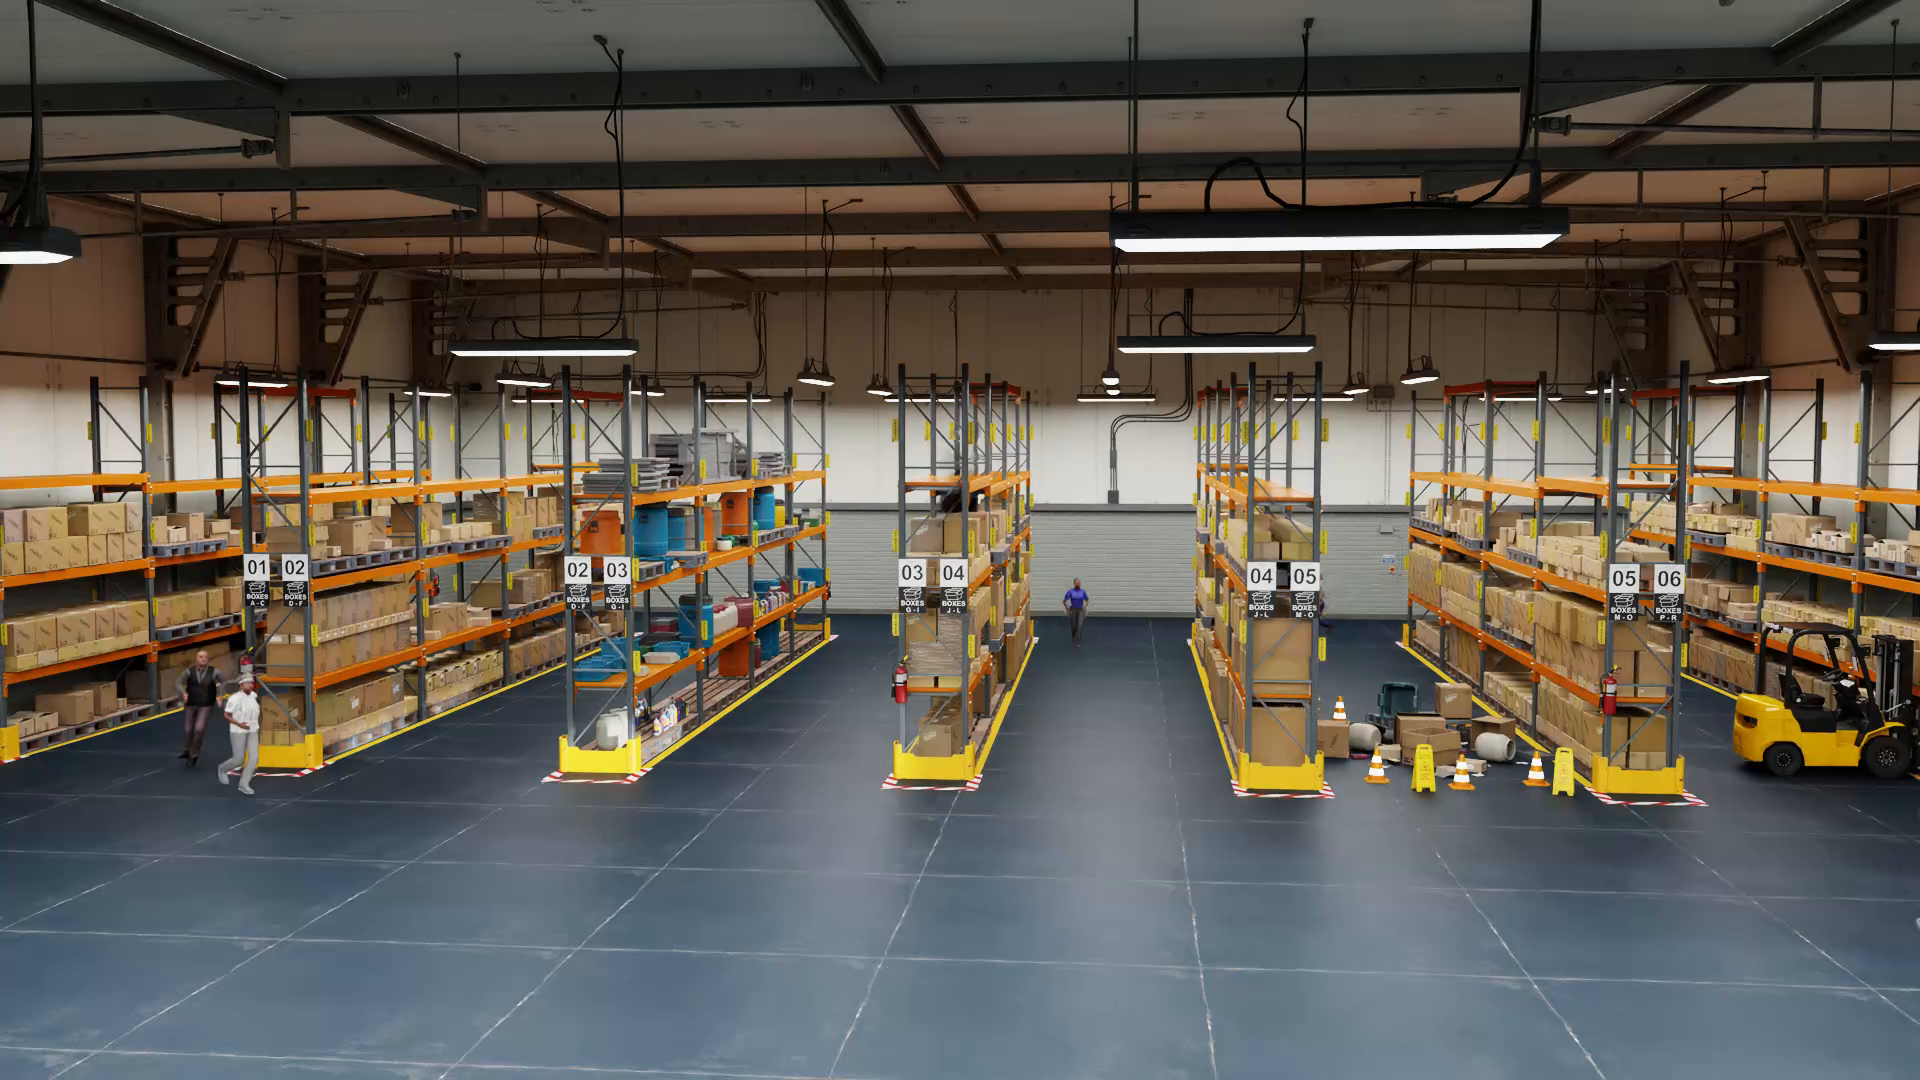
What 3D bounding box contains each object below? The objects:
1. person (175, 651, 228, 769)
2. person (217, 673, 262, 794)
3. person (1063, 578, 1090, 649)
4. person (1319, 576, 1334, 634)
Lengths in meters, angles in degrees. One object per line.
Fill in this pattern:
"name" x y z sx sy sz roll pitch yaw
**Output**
"person" -11.510 2.546 25.188 0.727 1.747 0.757 -1 4 -13
"person" -10.055 2.688 23.307 0.688 1.676 0.581 2 4 33
"person" 2.732 1.720 38.958 0.619 1.627 0.641 0 4 -4
"person" 8.746 1.613 40.487 0.740 1.638 0.612 1 4 8
